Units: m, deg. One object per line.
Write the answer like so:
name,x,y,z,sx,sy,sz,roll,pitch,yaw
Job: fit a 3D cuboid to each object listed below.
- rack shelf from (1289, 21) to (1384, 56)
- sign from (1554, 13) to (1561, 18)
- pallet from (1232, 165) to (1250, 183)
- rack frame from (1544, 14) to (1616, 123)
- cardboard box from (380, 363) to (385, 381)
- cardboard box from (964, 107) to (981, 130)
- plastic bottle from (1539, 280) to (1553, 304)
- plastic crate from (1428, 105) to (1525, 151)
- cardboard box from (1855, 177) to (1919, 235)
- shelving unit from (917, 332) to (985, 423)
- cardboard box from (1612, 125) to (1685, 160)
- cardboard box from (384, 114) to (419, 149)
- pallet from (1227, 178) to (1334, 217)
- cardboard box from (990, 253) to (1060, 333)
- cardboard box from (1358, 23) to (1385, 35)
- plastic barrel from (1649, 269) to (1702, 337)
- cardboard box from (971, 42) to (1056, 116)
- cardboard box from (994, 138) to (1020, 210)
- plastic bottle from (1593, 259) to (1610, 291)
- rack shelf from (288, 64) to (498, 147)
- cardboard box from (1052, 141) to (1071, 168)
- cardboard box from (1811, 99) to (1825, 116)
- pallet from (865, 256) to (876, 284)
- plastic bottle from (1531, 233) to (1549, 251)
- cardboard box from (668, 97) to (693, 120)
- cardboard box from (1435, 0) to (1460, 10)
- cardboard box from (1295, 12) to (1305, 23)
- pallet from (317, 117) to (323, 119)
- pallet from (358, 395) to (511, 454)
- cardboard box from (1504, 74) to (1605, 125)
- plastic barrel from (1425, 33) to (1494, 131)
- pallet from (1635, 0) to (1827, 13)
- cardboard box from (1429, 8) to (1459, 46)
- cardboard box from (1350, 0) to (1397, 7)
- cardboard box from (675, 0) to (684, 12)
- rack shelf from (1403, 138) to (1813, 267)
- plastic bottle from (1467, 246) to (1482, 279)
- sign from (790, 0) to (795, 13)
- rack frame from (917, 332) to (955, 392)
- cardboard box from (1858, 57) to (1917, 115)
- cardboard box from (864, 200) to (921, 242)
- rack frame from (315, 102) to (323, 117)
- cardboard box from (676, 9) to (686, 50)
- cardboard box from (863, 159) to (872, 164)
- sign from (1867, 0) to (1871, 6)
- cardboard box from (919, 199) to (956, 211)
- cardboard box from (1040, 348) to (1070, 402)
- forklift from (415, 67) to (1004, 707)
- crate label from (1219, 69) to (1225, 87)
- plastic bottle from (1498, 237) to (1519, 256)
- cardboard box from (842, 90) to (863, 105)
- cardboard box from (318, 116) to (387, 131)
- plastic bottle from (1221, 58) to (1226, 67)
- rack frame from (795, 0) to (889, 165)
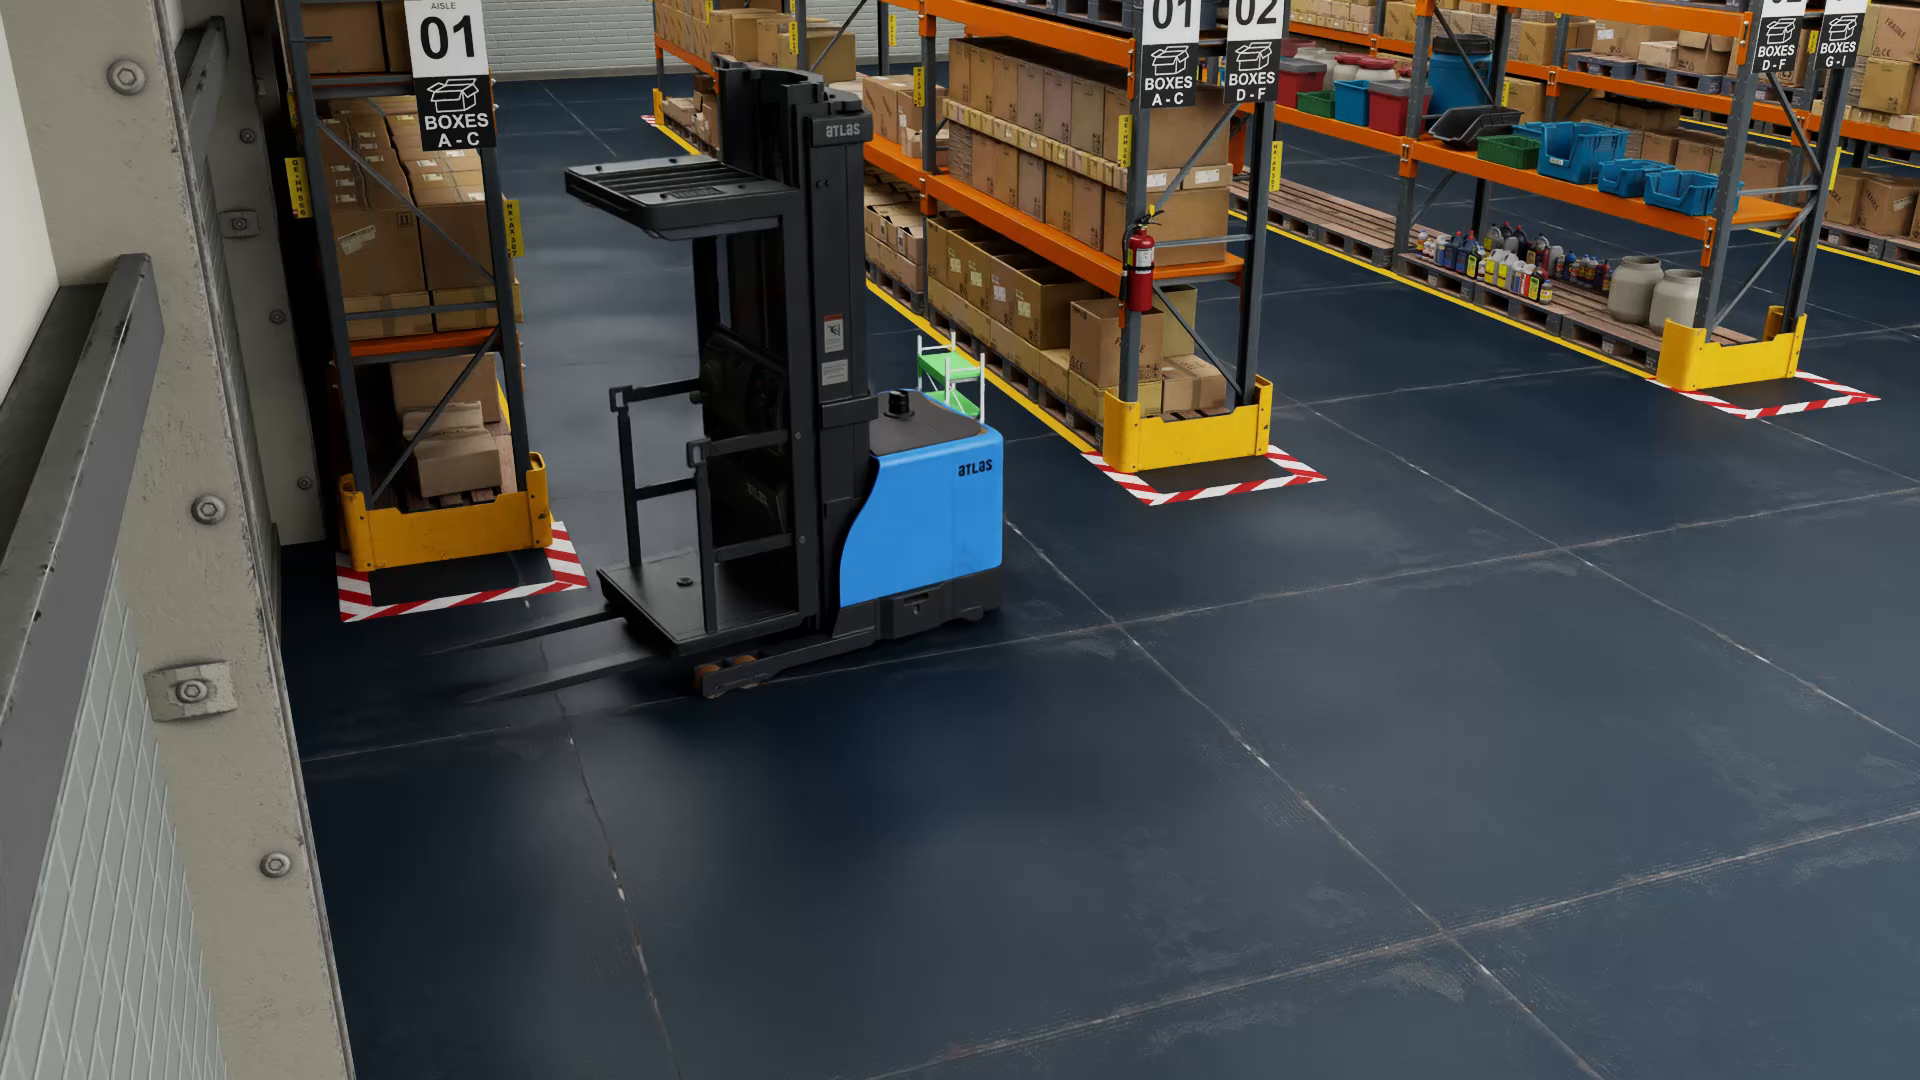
rack shelf,5.896,-8.095,26.521,1.077,0.370,4.000,-8,24,-19
sign,7.497,-6.703,20.801,0.100,0.325,0.005,-8,24,-19
pallet,3.064,-4.563,20.804,1.003,0.211,1.213,-8,24,-19
rack frame,8.015,-6.247,21.209,1.000,3.000,0.127,-8,24,-19
cardboard box,-4.070,-1.434,12.442,0.500,0.500,0.500,-10,25,-23
cardboard box,0.255,-3.472,13.661,0.380,0.149,0.250,-9,24,-20
plastic bottle,5.149,-2.181,14.599,0.097,0.201,0.097,0,23,0
plastic crate,4.861,-3.878,15.668,0.767,0.338,0.504,-8,24,-19
cardboard box,9.742,-3.477,17.316,0.500,0.500,0.500,-1,23,-2
shelving unit,-0.058,-0.613,10.160,0.258,1.200,0.503,-8,24,-19
cardboard box,8.478,-4.857,20.564,0.700,0.500,0.500,-10,25,-23
cardboard box,-4.017,-2.911,12.496,0.500,0.500,0.500,-8,24,-19
pallet,3.619,-3.995,19.458,1.003,0.211,1.213,-8,24,-19
cardboard box,0.562,-1.951,13.052,0.500,0.500,0.500,-8,24,-19
cardboard box,6.188,-7.650,24.862,0.380,0.149,0.250,-8,24,-19
plastic barrel,5.904,-1.936,13.644,0.421,0.512,0.421,0,23,0
cardboard box,0.502,-3.736,13.452,0.700,0.500,0.500,-8,24,-19
cardboard box,0.688,-2.948,13.253,0.700,0.500,0.500,-8,24,-18
plastic bottle,5.796,-2.398,15.008,0.061,0.283,0.133,-8,24,-18
rack shelf,-3.767,-3.079,10.756,1.077,0.370,4.000,-8,24,-19
cardboard box,0.895,-2.815,12.102,0.380,0.149,0.250,-8,24,-17
cardboard box,9.223,-4.558,17.526,0.380,0.149,0.250,-8,24,-19
pallet,-0.572,-2.857,16.757,1.003,0.211,1.213,-8,24,-19
plastic bottle,5.474,-2.714,15.672,0.144,0.351,0.185,-8,24,-19
cardboard box,-3.977,-6.313,24.341,0.500,0.250,0.500,-8,24,-19
cardboard box,7.067,-7.727,23.300,0.797,0.503,0.637,-8,24,-18
cardboard box,5.550,-8.305,26.415,0.380,0.149,0.250,-9,24,-20
pallet,-5.535,-3.875,15.829,1.213,0.211,1.003,-8,24,-19
pallet,-3.769,-0.786,11.844,1.003,0.211,1.213,-8,24,-19
cardboard box,7.791,-5.715,22.142,1.225,0.875,0.875,-10,25,-21
plastic barrel,4.942,-4.527,16.483,0.600,0.901,0.708,-8,24,-19
pallet,6.007,-4.270,12.899,1.003,0.211,1.213,-8,24,-19
cardboard box,6.886,-7.180,23.295,0.500,0.500,0.500,-9,24,-20
cardboard box,6.190,-8.244,24.792,0.500,0.500,0.500,-8,24,-17
cardboard box,-3.626,-7.549,22.883,0.500,0.500,0.500,-9,24,-19
rack shelf,5.501,-3.056,14.564,1.077,0.370,4.000,-8,24,-19
plastic bottle,4.778,-2.580,15.441,0.061,0.283,0.133,-7,24,-17
sign,-2.149,-6.953,21.395,0.100,0.325,0.005,-8,24,-19
rack frame,-0.145,-0.702,10.370,0.240,1.200,0.015,-8,24,-19
cardboard box,9.673,-4.618,16.833,0.875,0.500,0.500,-8,24,-19
cardboard box,-0.616,-3.098,16.016,0.500,0.311,0.500,-8,24,-19
rack frame,-5.887,-4.208,16.372,1.000,3.000,0.127,-8,24,-19
cardboard box,-3.633,-7.093,23.088,0.500,0.500,0.500,-8,24,-18
cardboard box,-1.147,-4.144,18.873,0.500,0.500,0.500,-7,24,-17
sign,6.724,-4.121,12.291,0.100,0.325,0.005,-8,24,-19
cardboard box,-0.110,-3.175,16.199,0.500,0.311,0.500,-9,25,-21
cardboard box,0.919,-1.243,12.337,0.500,0.250,0.500,-8,24,-19
forklift,-1.276,-0.788,8.346,3.031,2.935,1.130,-14,26,-29
crate label,3.180,-5.286,19.144,0.303,0.233,0.416,-8,24,-19
plastic bottle,5.230,-2.768,15.895,0.152,0.276,0.135,-8,24,-19
cardboard box,-1.119,-4.496,17.171,0.500,0.311,0.500,-9,24,-20
cardboard box,-4.503,-2.841,12.330,0.500,0.500,0.500,-9,24,-20
plastic bottle,3.258,-5.822,20.456,0.097,0.201,0.097,0,23,0
rack frame,-1.254,-4.889,17.987,1.000,3.000,0.127,-8,24,-19
